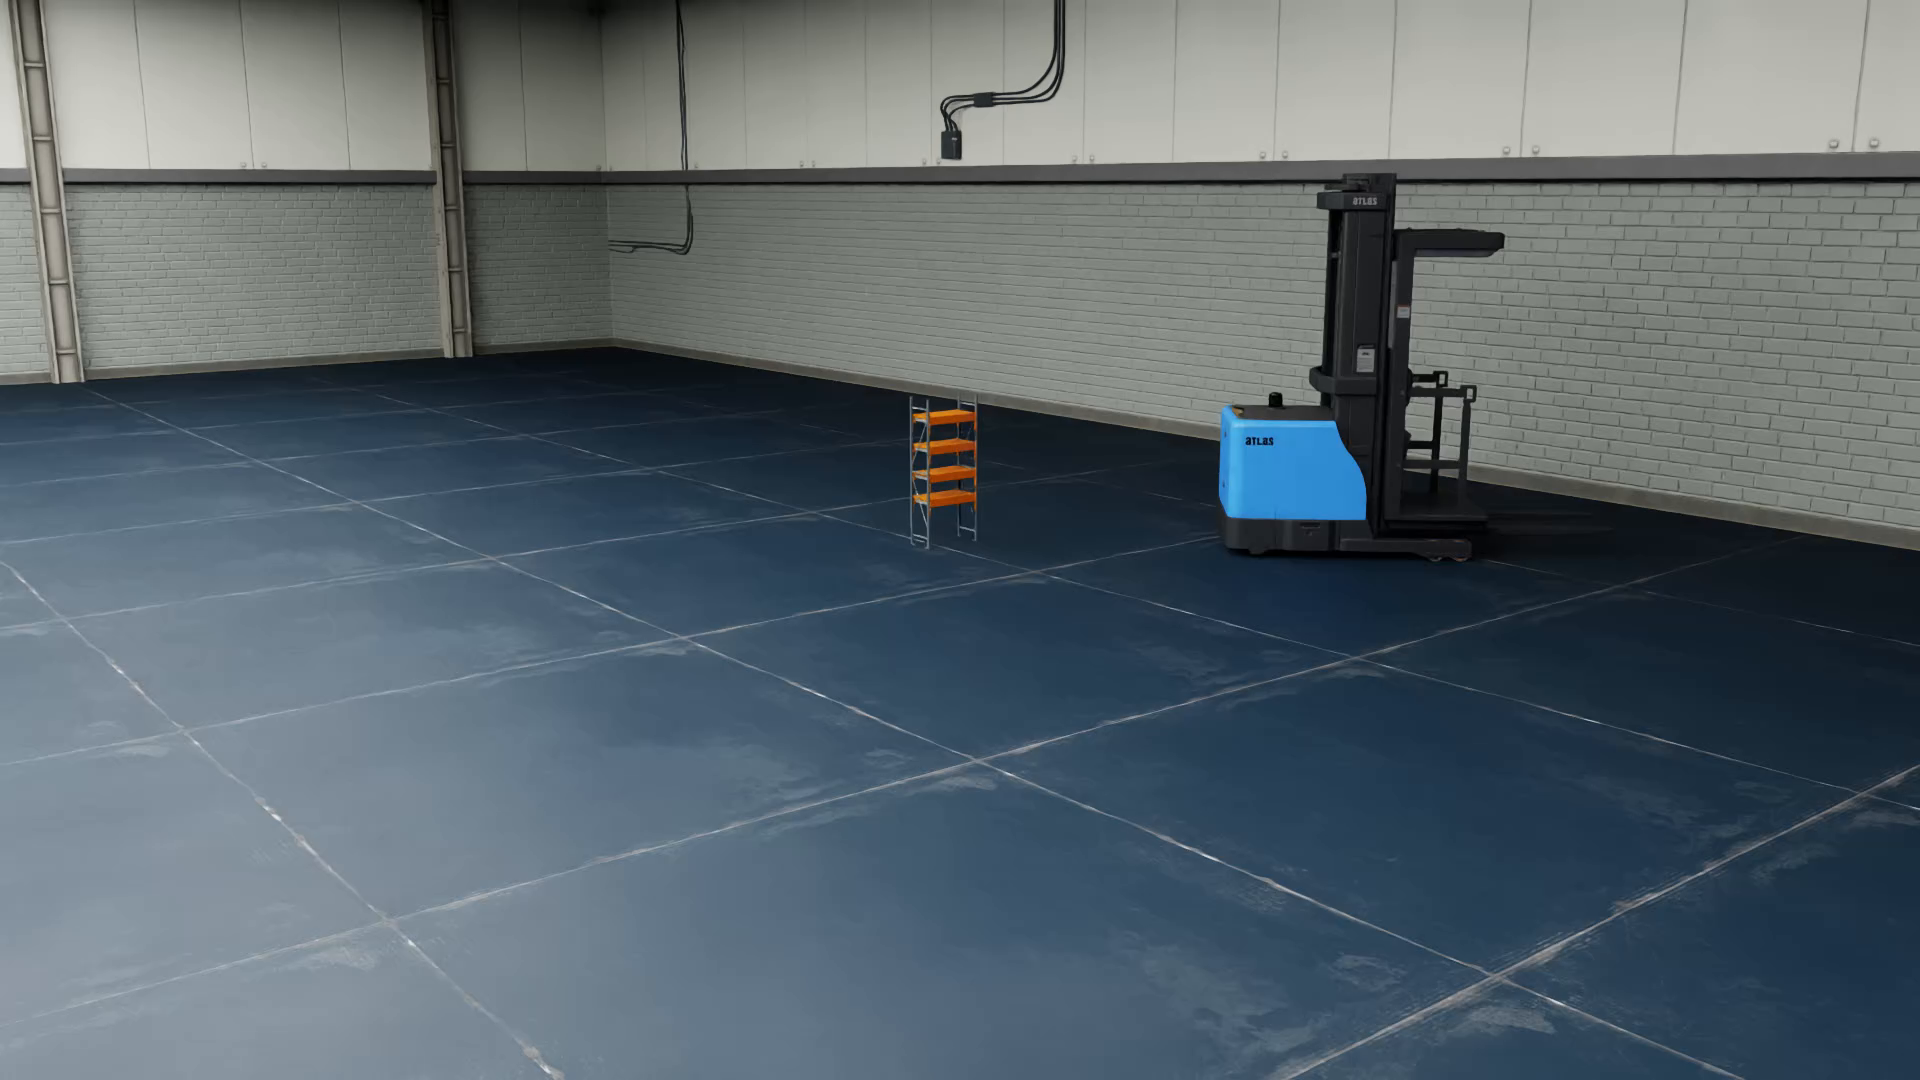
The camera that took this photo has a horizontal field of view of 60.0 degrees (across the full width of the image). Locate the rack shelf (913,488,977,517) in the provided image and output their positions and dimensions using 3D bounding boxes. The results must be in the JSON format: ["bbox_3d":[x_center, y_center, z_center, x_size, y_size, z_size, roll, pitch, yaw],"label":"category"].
[{"bbox_3d":[-0.129,-0.305,13.458,0.480,0.148,0.258,-9,15,-38],"label":"rack shelf"}]

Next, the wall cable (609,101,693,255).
[{"bbox_3d":[-5.420,-6.174,28.515,0.112,2.526,3.097,-9,15,-38],"label":"wall cable"}]

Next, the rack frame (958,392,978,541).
[{"bbox_3d":[0.061,-0.597,13.552,0.015,1.200,0.240,-9,15,-38],"label":"rack frame"}]

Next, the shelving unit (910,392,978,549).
[{"bbox_3d":[-0.129,-0.565,13.403,0.503,1.200,0.258,-9,15,-38],"label":"shelving unit"}]

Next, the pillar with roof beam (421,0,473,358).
[{"bbox_3d":[-5.857,-6.827,24.114,0.400,9.000,9.100,-9,15,-38],"label":"pillar with roof beam"}]

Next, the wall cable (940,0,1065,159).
[{"bbox_3d":[0.498,-7.814,20.578,0.169,6.003,2.305,-9,15,-38],"label":"wall cable"}]

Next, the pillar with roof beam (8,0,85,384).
[{"bbox_3d":[-10.542,-6.048,20.447,0.400,9.000,9.100,-9,15,-38],"label":"pillar with roof beam"}]

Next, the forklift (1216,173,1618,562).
[{"bbox_3d":[3.622,-1.381,13.078,3.031,2.935,1.130,1,12,4],"label":"forklift"}]

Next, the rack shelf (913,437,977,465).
[{"bbox_3d":[-0.129,-0.718,13.371,0.480,0.148,0.258,-9,15,-38],"label":"rack shelf"}]

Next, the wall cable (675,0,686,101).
[{"bbox_3d":[-3.730,-8.206,25.924,0.112,2.526,3.097,-9,15,-38],"label":"wall cable"}]

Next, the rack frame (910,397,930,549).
[{"bbox_3d":[-0.320,-0.534,13.254,0.015,1.200,0.240,-9,15,-38],"label":"rack frame"}]

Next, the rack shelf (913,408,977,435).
[{"bbox_3d":[-0.129,-0.950,13.321,0.480,0.148,0.258,-9,15,-38],"label":"rack shelf"}]

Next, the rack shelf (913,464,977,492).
[{"bbox_3d":[-0.129,-0.500,13.417,0.480,0.148,0.258,-9,15,-38],"label":"rack shelf"}]
